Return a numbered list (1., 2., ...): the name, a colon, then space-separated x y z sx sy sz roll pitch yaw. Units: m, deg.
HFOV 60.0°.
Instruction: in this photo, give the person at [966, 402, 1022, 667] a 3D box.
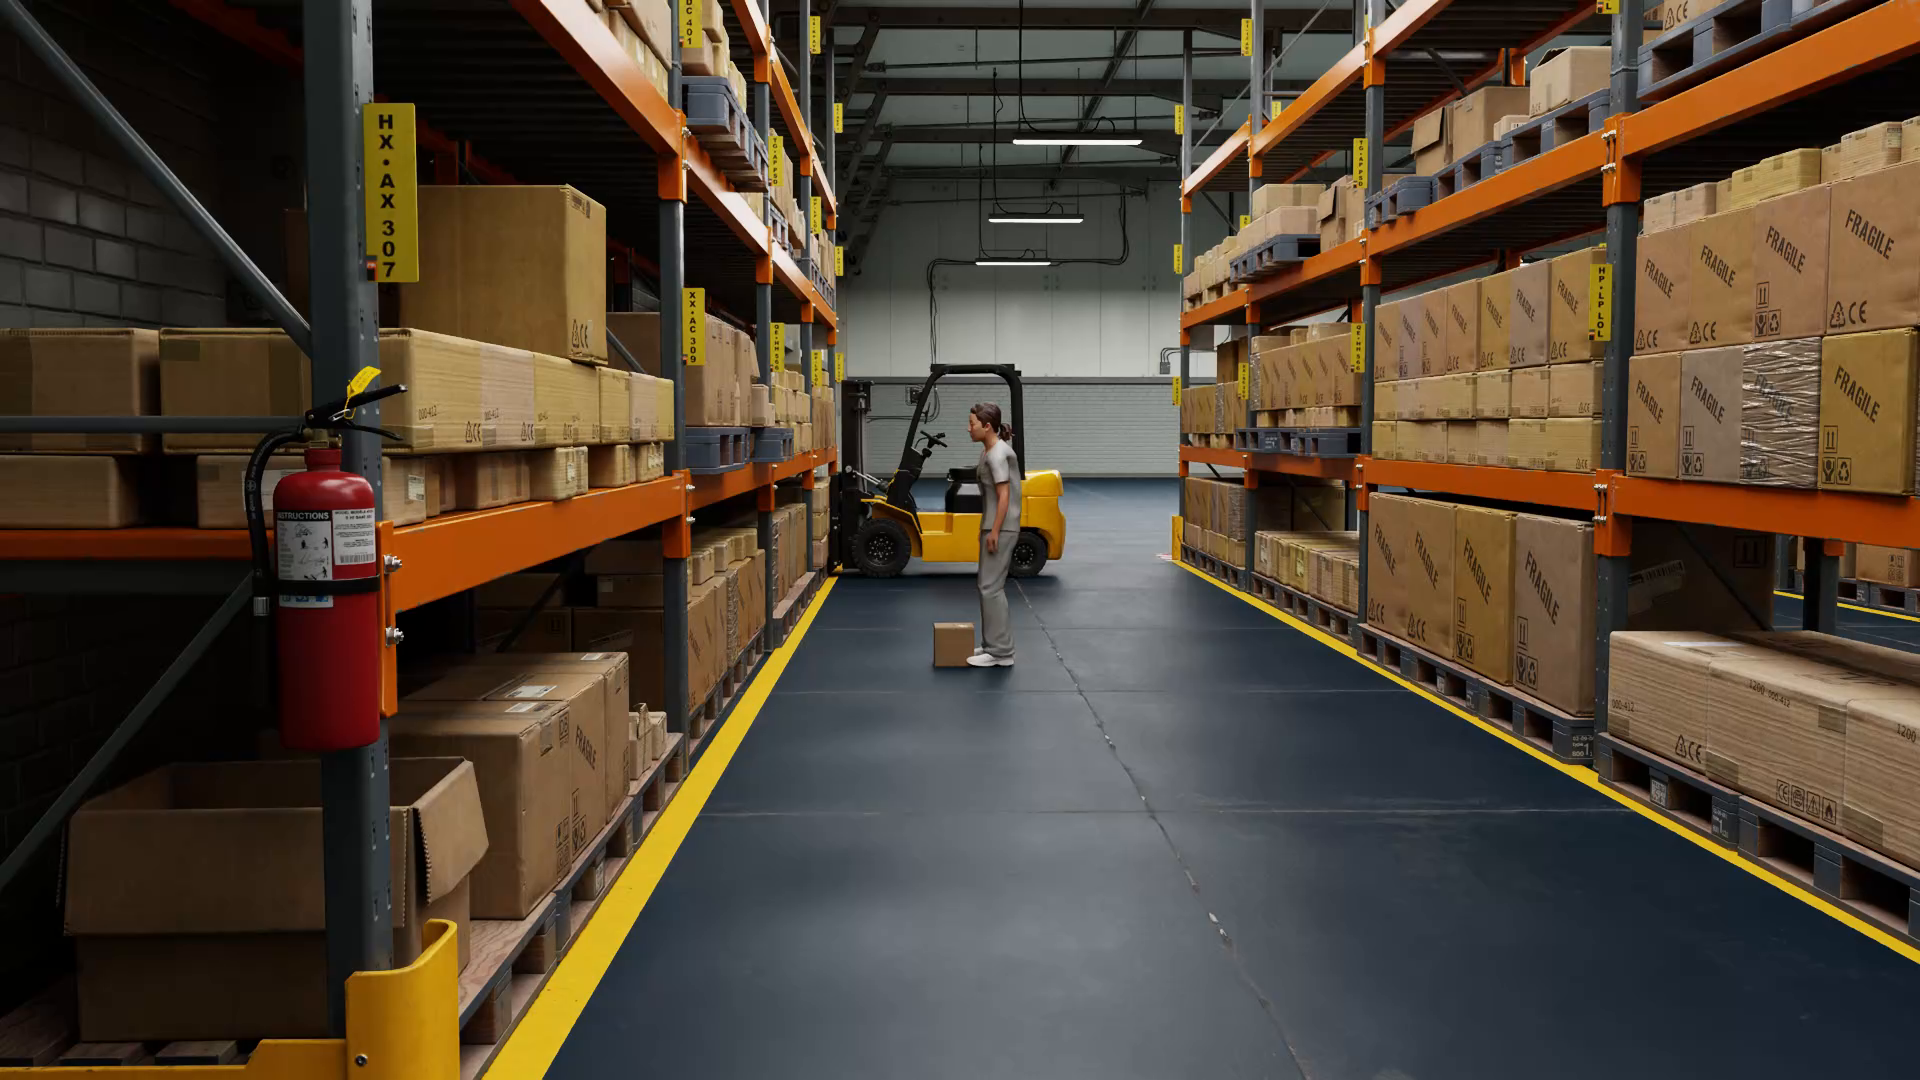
1. person: 0.208 -0.042 10.586 0.359 1.672 0.514 0 4 -5
